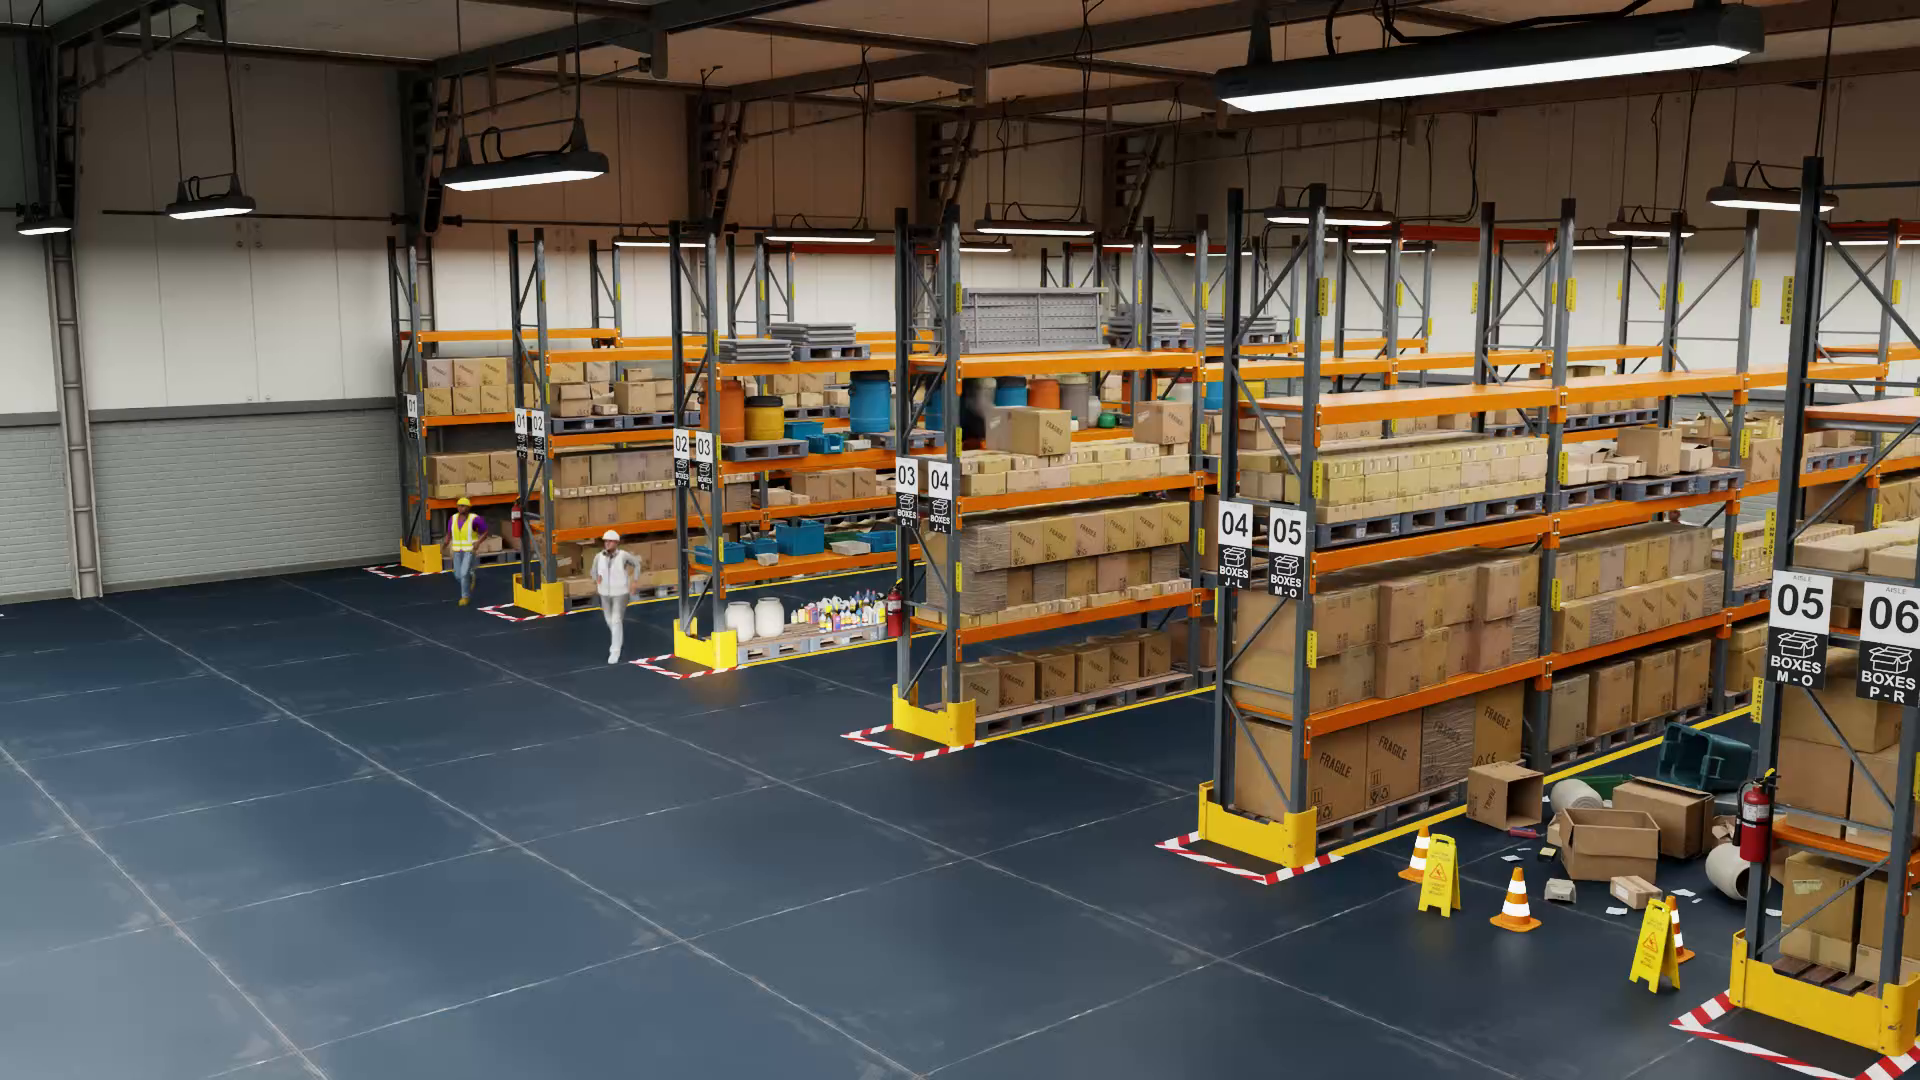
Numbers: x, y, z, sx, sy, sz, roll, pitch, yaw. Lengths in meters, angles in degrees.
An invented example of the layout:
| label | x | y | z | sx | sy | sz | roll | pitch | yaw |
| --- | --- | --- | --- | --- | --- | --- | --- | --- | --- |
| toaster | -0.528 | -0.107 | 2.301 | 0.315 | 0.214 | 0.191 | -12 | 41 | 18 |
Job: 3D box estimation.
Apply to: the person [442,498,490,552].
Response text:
| label | x | y | z | sx | sy | sz | roll | pitch | yaw |
| --- | --- | --- | --- | --- | --- | --- | --- | --- | --- |
| person | -8.059 | -0.243 | 27.007 | 0.713 | 0.886 | 0.442 | 2 | 9 | 10 |

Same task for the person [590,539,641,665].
| label | x | y | z | sx | sy | sz | roll | pitch | yaw |
| --- | --- | --- | --- | --- | --- | --- | --- | --- | --- |
| person | -4.788 | 0.787 | 23.054 | 0.665 | 1.776 | 0.821 | 2 | 9 | 11 |

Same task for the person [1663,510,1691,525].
| label | x | y | z | sx | sy | sz | roll | pitch | yaw |
| --- | --- | --- | --- | --- | --- | --- | --- | --- | --- |
| person | 11.291 | 0.296 | 26.385 | 0.703 | 1.685 | 0.587 | 8 | 12 | 42 |
